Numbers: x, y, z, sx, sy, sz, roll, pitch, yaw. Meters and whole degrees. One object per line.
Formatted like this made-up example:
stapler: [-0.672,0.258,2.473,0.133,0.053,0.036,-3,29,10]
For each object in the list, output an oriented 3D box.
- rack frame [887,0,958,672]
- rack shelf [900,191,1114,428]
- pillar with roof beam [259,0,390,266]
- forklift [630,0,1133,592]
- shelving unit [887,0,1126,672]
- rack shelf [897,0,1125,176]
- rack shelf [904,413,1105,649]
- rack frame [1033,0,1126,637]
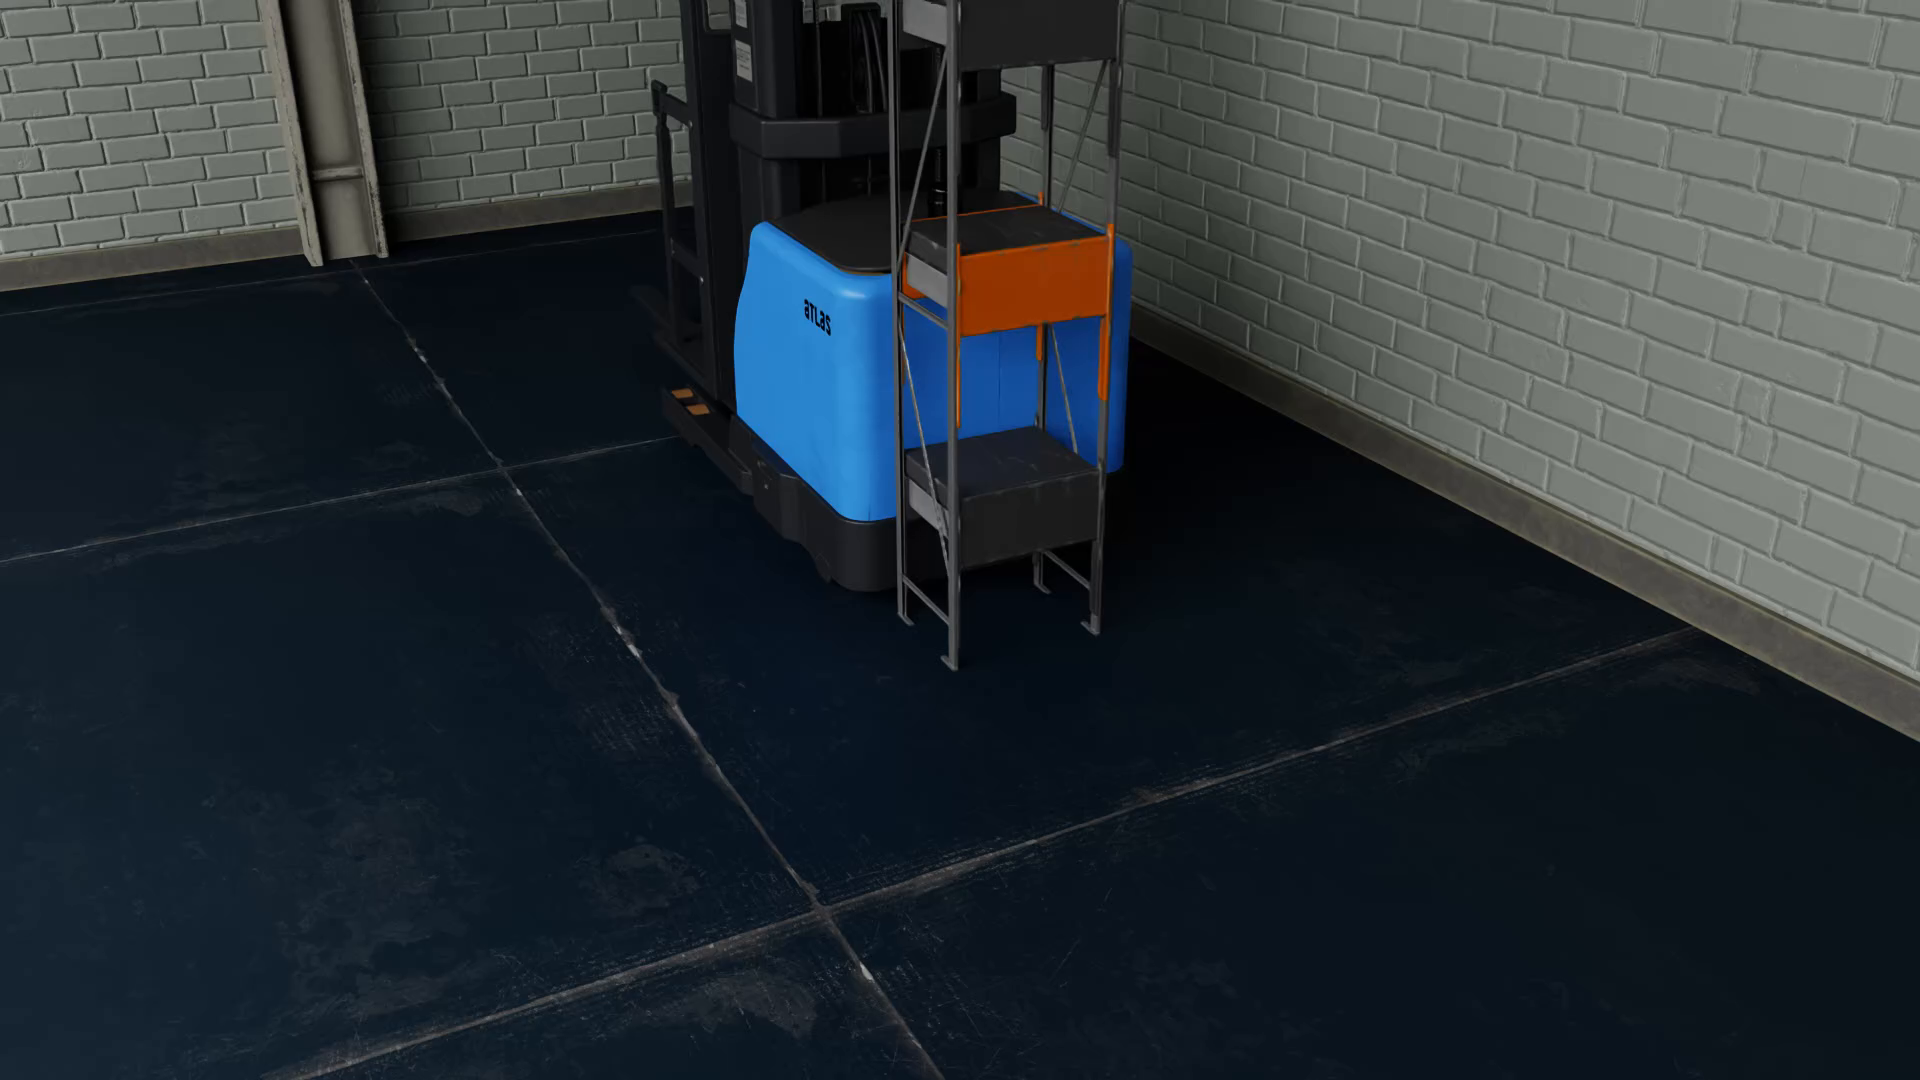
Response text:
rack frame: [-0.101,-0.633,4.643,0.015,2.100,0.400,-12,28,-24]
rack shelf: [0.118,-0.668,4.747,0.480,0.518,0.431,-12,28,-24]
pillar with roof beam: [-1.276,-3.949,3.579,0.400,9.000,9.100,-13,29,-25]
forklift: [-0.543,-1.764,6.037,1.130,2.935,3.031,-12,28,-24]
shelving unit: [0.118,-0.680,4.741,0.503,2.100,0.431,-12,28,-24]
rack shelf: [0.118,-1.299,4.444,0.480,0.518,0.431,-12,28,-24]
rack shelf: [0.118,-0.037,5.050,0.480,0.518,0.431,-12,28,-24]
rack frame: [0.336,-0.727,4.838,0.015,2.100,0.400,-12,28,-24]
